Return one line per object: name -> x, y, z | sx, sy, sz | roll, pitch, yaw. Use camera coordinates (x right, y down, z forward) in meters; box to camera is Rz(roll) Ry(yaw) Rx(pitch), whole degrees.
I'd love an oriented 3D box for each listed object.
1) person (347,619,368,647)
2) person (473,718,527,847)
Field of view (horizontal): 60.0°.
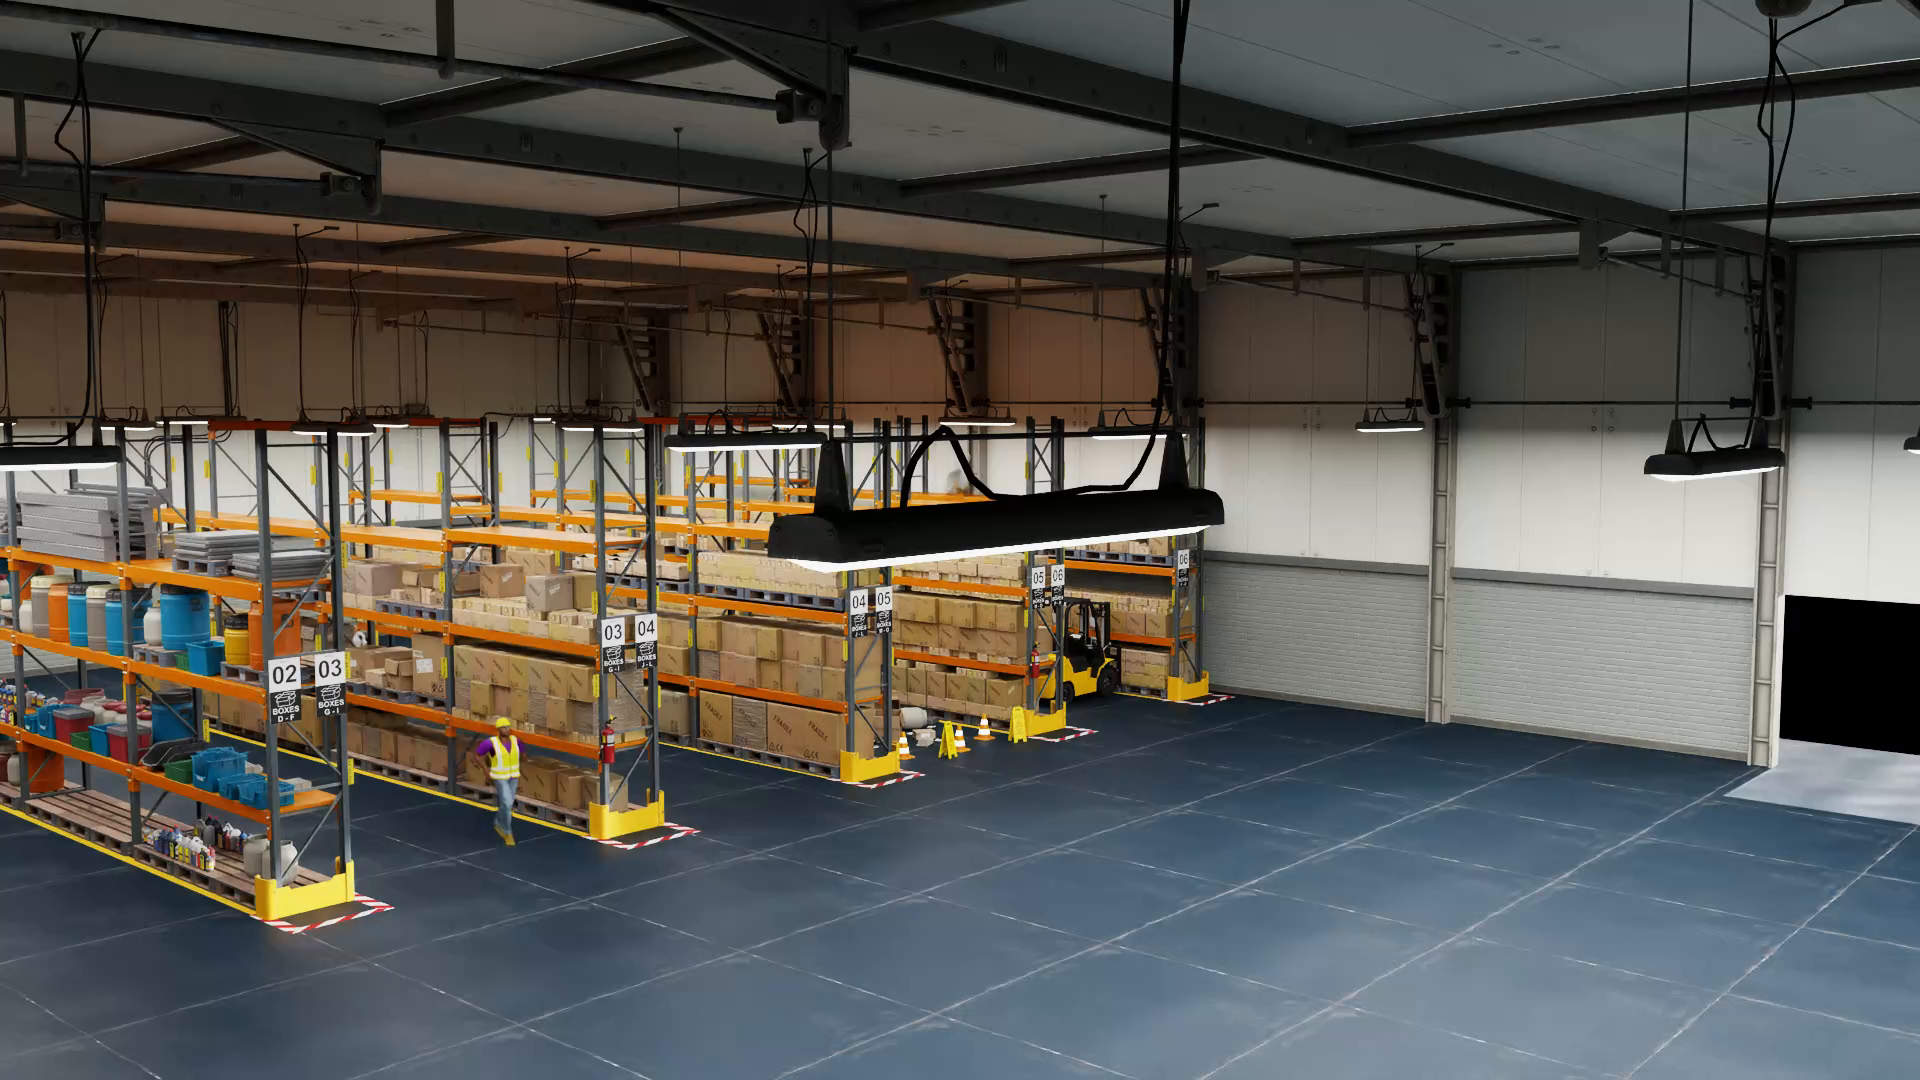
person -> -12.971, 2.526, 35.697 | 0.591, 1.666, 0.593 | -4, 7, -43
person -> -6.542, 3.460, 23.918 | 0.732, 1.826, 0.674 | 4, 6, 41
